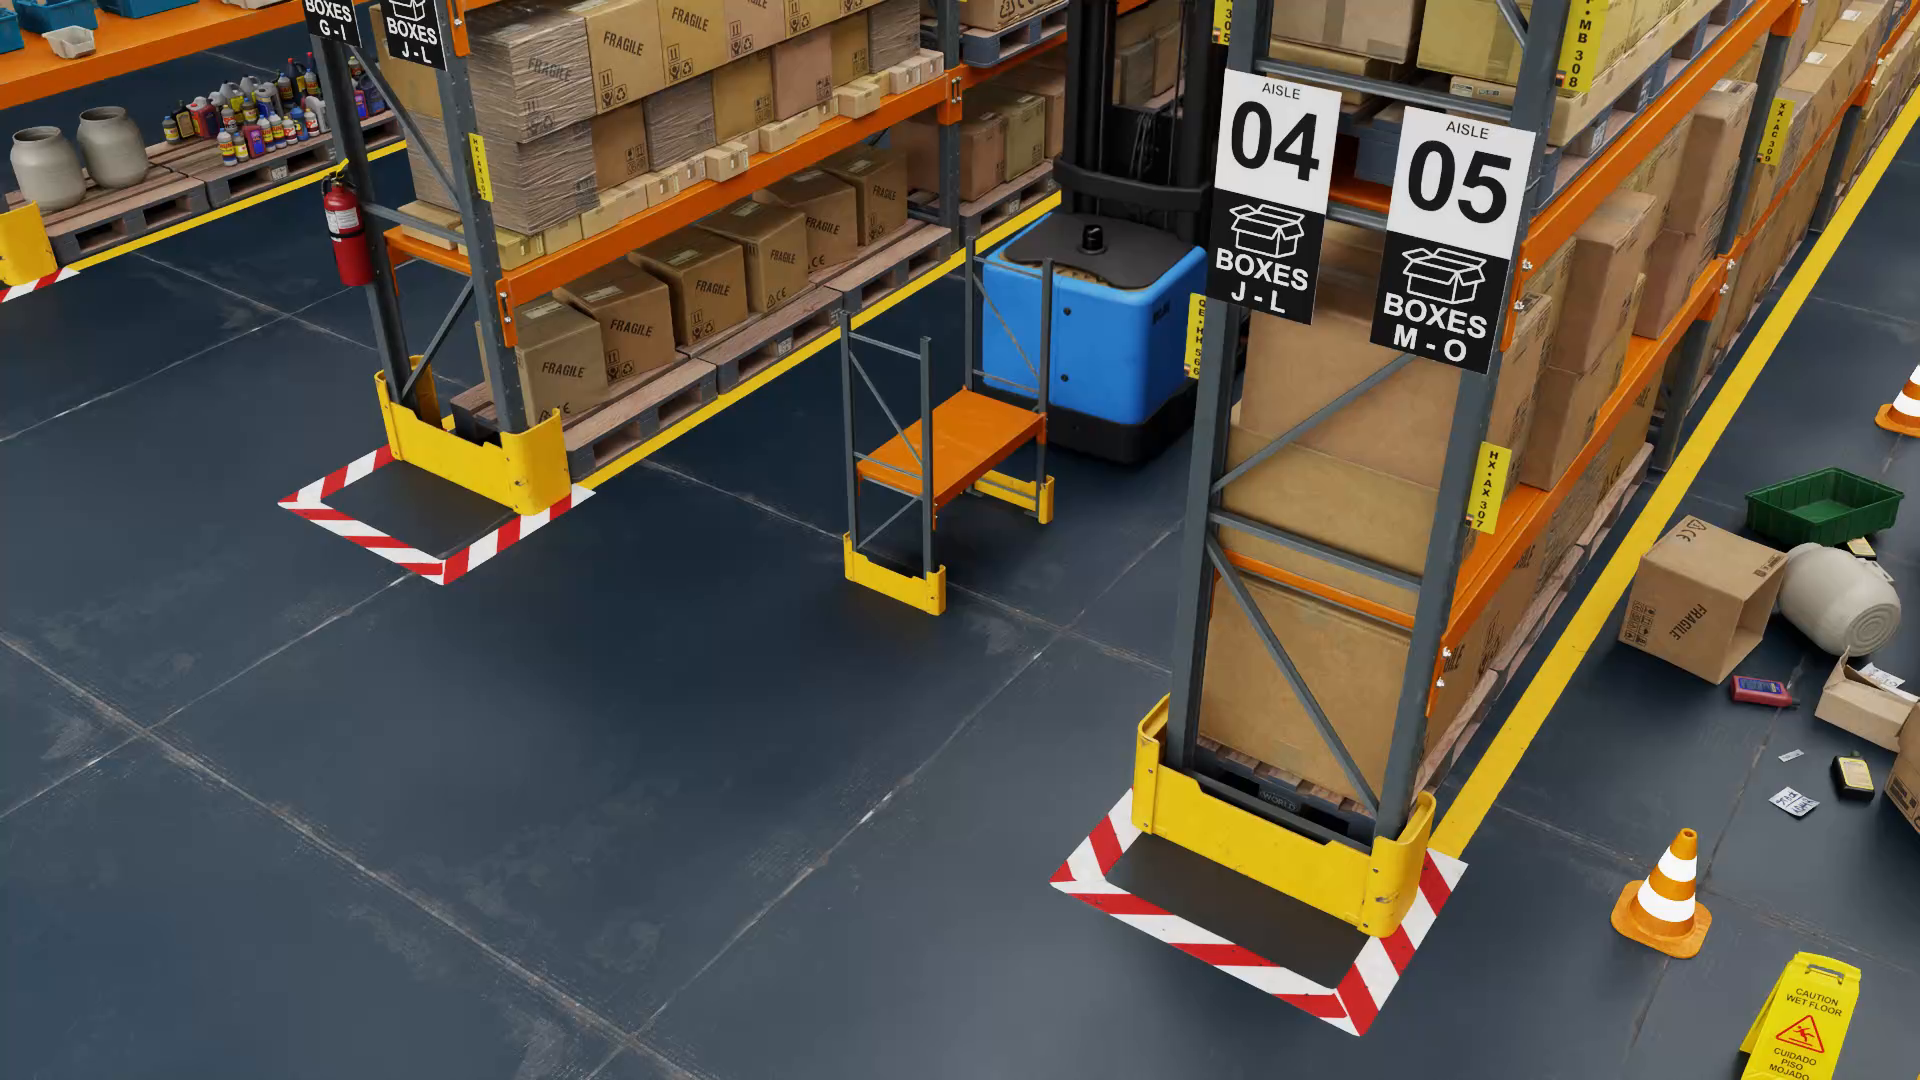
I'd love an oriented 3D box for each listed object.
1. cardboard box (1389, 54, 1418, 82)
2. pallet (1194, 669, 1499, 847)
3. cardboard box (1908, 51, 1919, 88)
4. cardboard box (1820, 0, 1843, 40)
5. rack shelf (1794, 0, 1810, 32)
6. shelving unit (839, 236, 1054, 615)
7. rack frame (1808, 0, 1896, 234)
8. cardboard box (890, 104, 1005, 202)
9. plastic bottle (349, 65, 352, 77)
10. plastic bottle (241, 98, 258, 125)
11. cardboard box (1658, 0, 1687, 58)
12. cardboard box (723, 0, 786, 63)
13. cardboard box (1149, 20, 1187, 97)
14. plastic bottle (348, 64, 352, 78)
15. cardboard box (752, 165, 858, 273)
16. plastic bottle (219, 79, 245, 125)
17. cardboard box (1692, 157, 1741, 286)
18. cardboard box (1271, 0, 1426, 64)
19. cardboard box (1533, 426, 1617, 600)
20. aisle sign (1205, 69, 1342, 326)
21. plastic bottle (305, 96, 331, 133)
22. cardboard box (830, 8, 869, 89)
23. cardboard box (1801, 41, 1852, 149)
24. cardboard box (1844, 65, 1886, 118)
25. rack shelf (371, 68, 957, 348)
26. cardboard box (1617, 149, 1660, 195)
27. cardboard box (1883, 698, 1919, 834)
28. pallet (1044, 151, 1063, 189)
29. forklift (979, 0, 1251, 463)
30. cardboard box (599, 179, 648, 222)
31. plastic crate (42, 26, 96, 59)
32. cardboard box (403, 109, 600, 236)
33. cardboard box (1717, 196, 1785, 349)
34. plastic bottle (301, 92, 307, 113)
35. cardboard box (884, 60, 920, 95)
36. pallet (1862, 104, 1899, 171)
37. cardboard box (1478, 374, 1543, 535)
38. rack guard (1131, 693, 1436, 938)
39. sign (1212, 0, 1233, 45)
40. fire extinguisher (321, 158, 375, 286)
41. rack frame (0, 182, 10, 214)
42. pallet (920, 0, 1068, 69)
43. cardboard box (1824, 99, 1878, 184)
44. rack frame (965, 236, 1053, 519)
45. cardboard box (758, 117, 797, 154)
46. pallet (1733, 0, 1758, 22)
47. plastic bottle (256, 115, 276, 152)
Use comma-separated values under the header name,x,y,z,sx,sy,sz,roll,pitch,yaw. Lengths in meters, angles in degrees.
name,x,y,z,sx,sy,sz,roll,pitch,yaw
cardboard box,1.342,-1.689,5.652,0.380,0.149,0.250,22,40,29
pallet,1.678,0.804,7.372,1.003,0.211,1.213,21,39,28
cardboard box,7.914,-4.198,14.136,0.500,0.500,0.500,20,39,27
cardboard box,5.006,-3.422,10.150,0.700,0.500,0.500,21,39,28
rack shelf,4.708,-3.664,9.455,1.077,0.370,4.000,21,39,28
shelving unit,-0.043,-0.586,8.278,0.587,1.500,1.083,21,39,28
rack frame,5.848,-3.640,11.454,1.000,3.000,0.127,21,39,28
cardboard box,-0.082,-2.852,12.128,0.700,0.500,0.500,18,38,25
plastic bottle,-5.176,-3.934,13.996,0.097,0.201,0.097,0,34,0
plastic bottle,-5.652,-3.409,13.219,0.097,0.201,0.097,0,34,0
cardboard box,2.321,-1.832,5.864,0.380,0.149,0.250,21,40,28
cardboard box,-1.338,-3.024,9.297,0.500,0.500,0.500,21,39,28
cardboard box,1.466,-4.102,13.977,0.700,0.500,0.500,19,38,26
plastic bottle,-5.134,-3.871,13.828,0.061,0.283,0.133,21,39,28
cardboard box,-1.031,-2.131,11.080,0.500,0.500,0.500,-23,40,-30
plastic bottle,-5.776,-3.490,13.204,0.144,0.351,0.185,23,40,30
cardboard box,3.367,-1.687,8.434,0.875,0.550,0.550,21,39,28
cardboard box,1.336,-1.791,5.448,0.500,0.250,0.500,22,40,29
cardboard box,2.641,-0.409,8.200,0.875,0.875,0.875,22,40,29
aisle sign,1.000,-1.098,5.375,0.394,0.787,0.004,21,39,28
plastic bottle,-5.038,-3.367,13.089,0.152,0.276,0.135,22,40,29
cardboard box,-1.071,-3.188,10.432,0.875,0.500,0.500,21,39,28
cardboard box,4.953,-2.692,9.963,0.500,0.500,0.500,22,40,29
cardboard box,6.440,-3.329,12.182,0.500,0.250,0.500,19,39,26
rack shelf,-1.590,-2.211,9.984,1.077,0.370,4.000,21,39,28
cardboard box,2.394,-1.408,7.057,0.875,0.550,0.500,21,39,28
cardboard box,4.333,0.994,6.831,0.797,0.503,0.637,-3,34,-4
pallet,0.688,-3.197,13.289,1.003,0.211,1.213,21,39,28
forklift,1.296,-2.439,9.740,1.130,2.935,3.031,18,38,25
cardboard box,-1.933,-1.881,9.077,0.380,0.149,0.250,21,39,28
plastic crate,-6.025,-3.371,11.292,0.298,0.136,0.250,21,39,28
cardboard box,-2.394,-1.998,8.672,0.875,0.500,0.500,21,39,28
cardboard box,4.401,-1.798,10.364,1.050,0.750,0.750,21,39,28
plastic bottle,-5.126,-3.403,13.137,0.061,0.283,0.133,21,39,28
cardboard box,-0.481,-3.021,10.763,0.380,0.149,0.250,21,39,28
pallet,6.991,-3.403,13.593,1.003,0.211,1.213,21,39,28
cardboard box,1.757,-0.465,6.627,0.875,0.550,0.550,21,39,28
rack guard,1.273,1.089,6.694,1.175,0.500,0.348,21,39,28
sign,0.849,-1.714,5.210,0.100,0.325,0.005,21,39,28
fire extinguisher,-3.174,-1.651,8.583,0.296,0.674,0.183,21,39,28
rack frame,-6.799,-3.171,10.761,1.000,3.000,0.127,21,39,28
pallet,0.106,-3.655,11.649,1.003,0.211,1.213,21,39,28
cardboard box,6.461,-3.022,12.398,0.500,0.500,0.500,20,39,26
rack frame,0.241,-0.816,8.618,0.500,1.500,0.032,21,39,28
cardboard box,-1.198,-2.447,9.915,0.380,0.149,0.250,21,39,28
pallet,3.092,-2.631,7.365,1.003,0.211,1.213,21,39,28
plastic bottle,-5.314,-3.115,12.722,0.097,0.271,0.097,0,34,0
